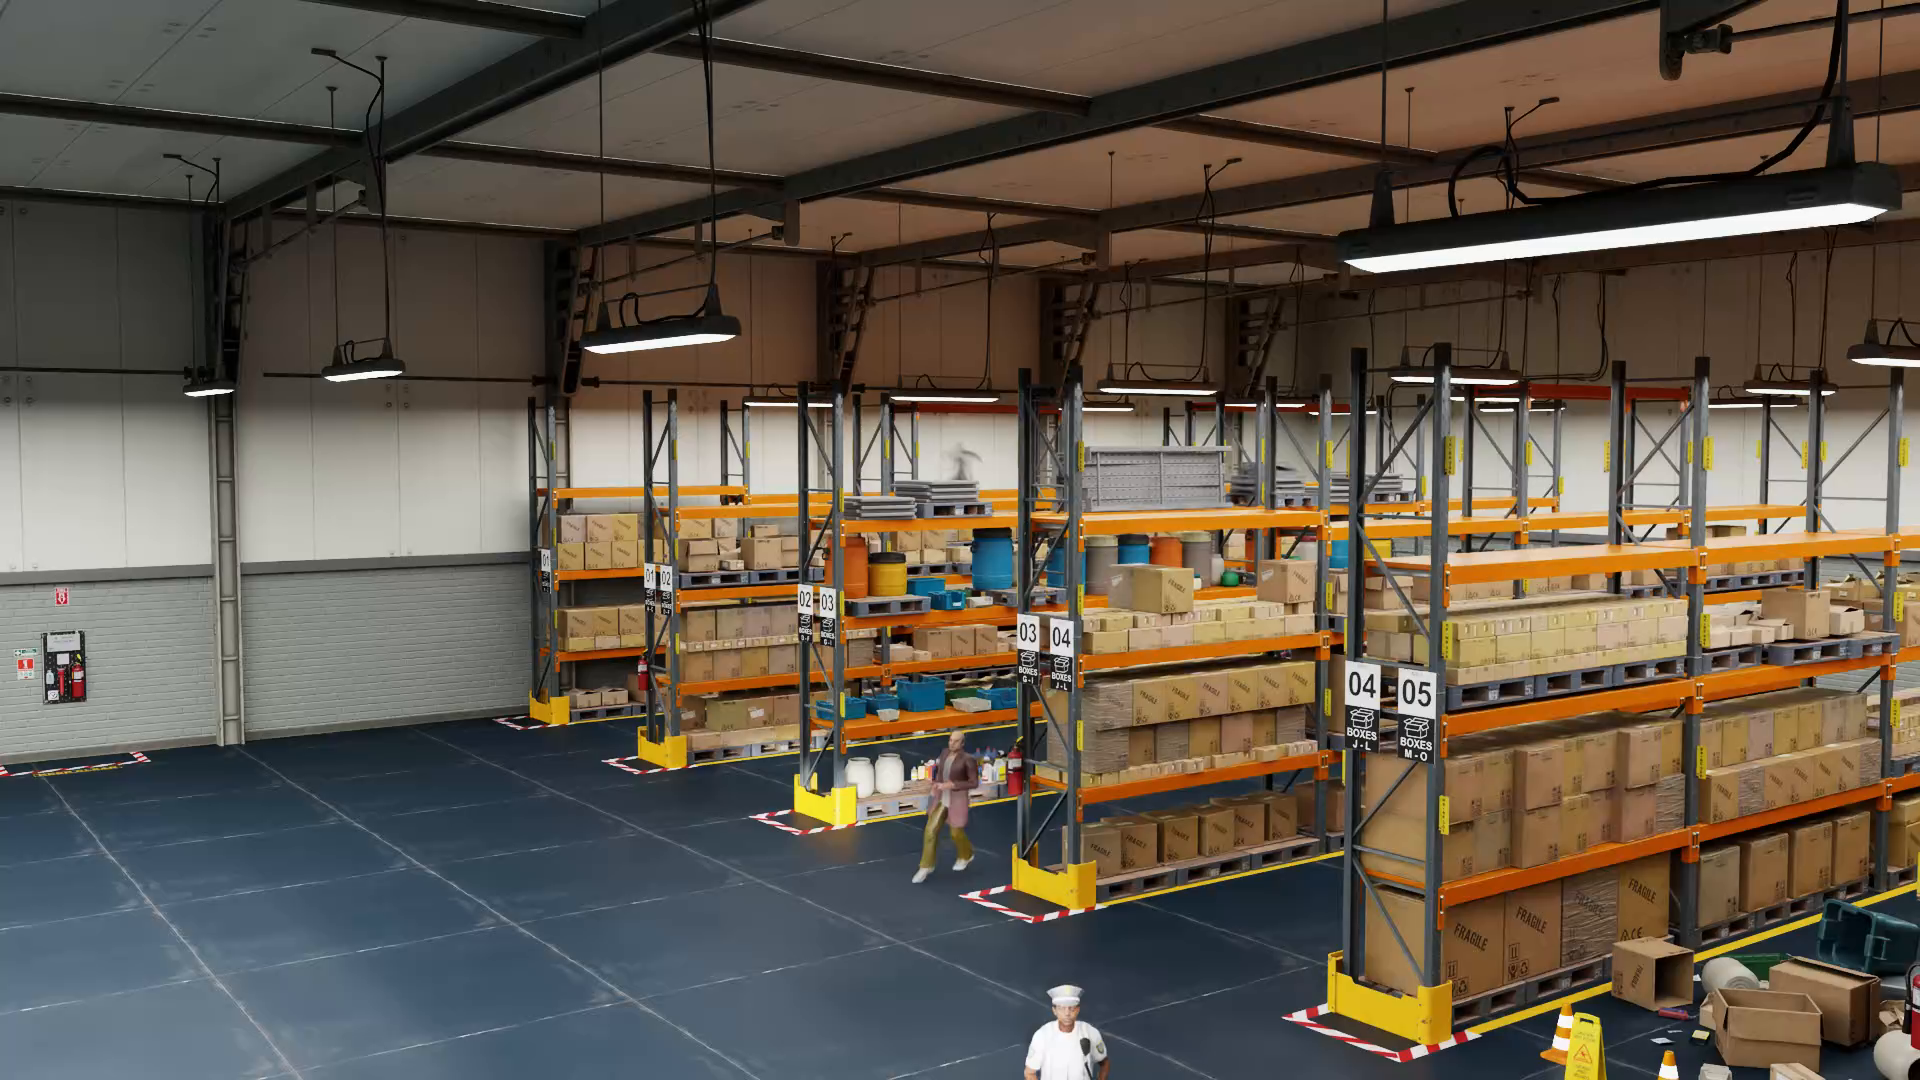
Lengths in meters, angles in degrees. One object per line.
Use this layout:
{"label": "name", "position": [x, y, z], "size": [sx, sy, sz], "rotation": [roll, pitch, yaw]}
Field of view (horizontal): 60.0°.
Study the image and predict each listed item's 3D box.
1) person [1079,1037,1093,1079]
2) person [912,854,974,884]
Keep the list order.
{"label": "person", "position": [0.832, 3.458, 10.723], "size": [0.135, 0.514, 0.195], "rotation": [0, 3, 1]}
{"label": "person", "position": [-0.202, 3.878, 19.798], "size": [0.300, 0.286, 0.950], "rotation": [2, 4, 34]}
